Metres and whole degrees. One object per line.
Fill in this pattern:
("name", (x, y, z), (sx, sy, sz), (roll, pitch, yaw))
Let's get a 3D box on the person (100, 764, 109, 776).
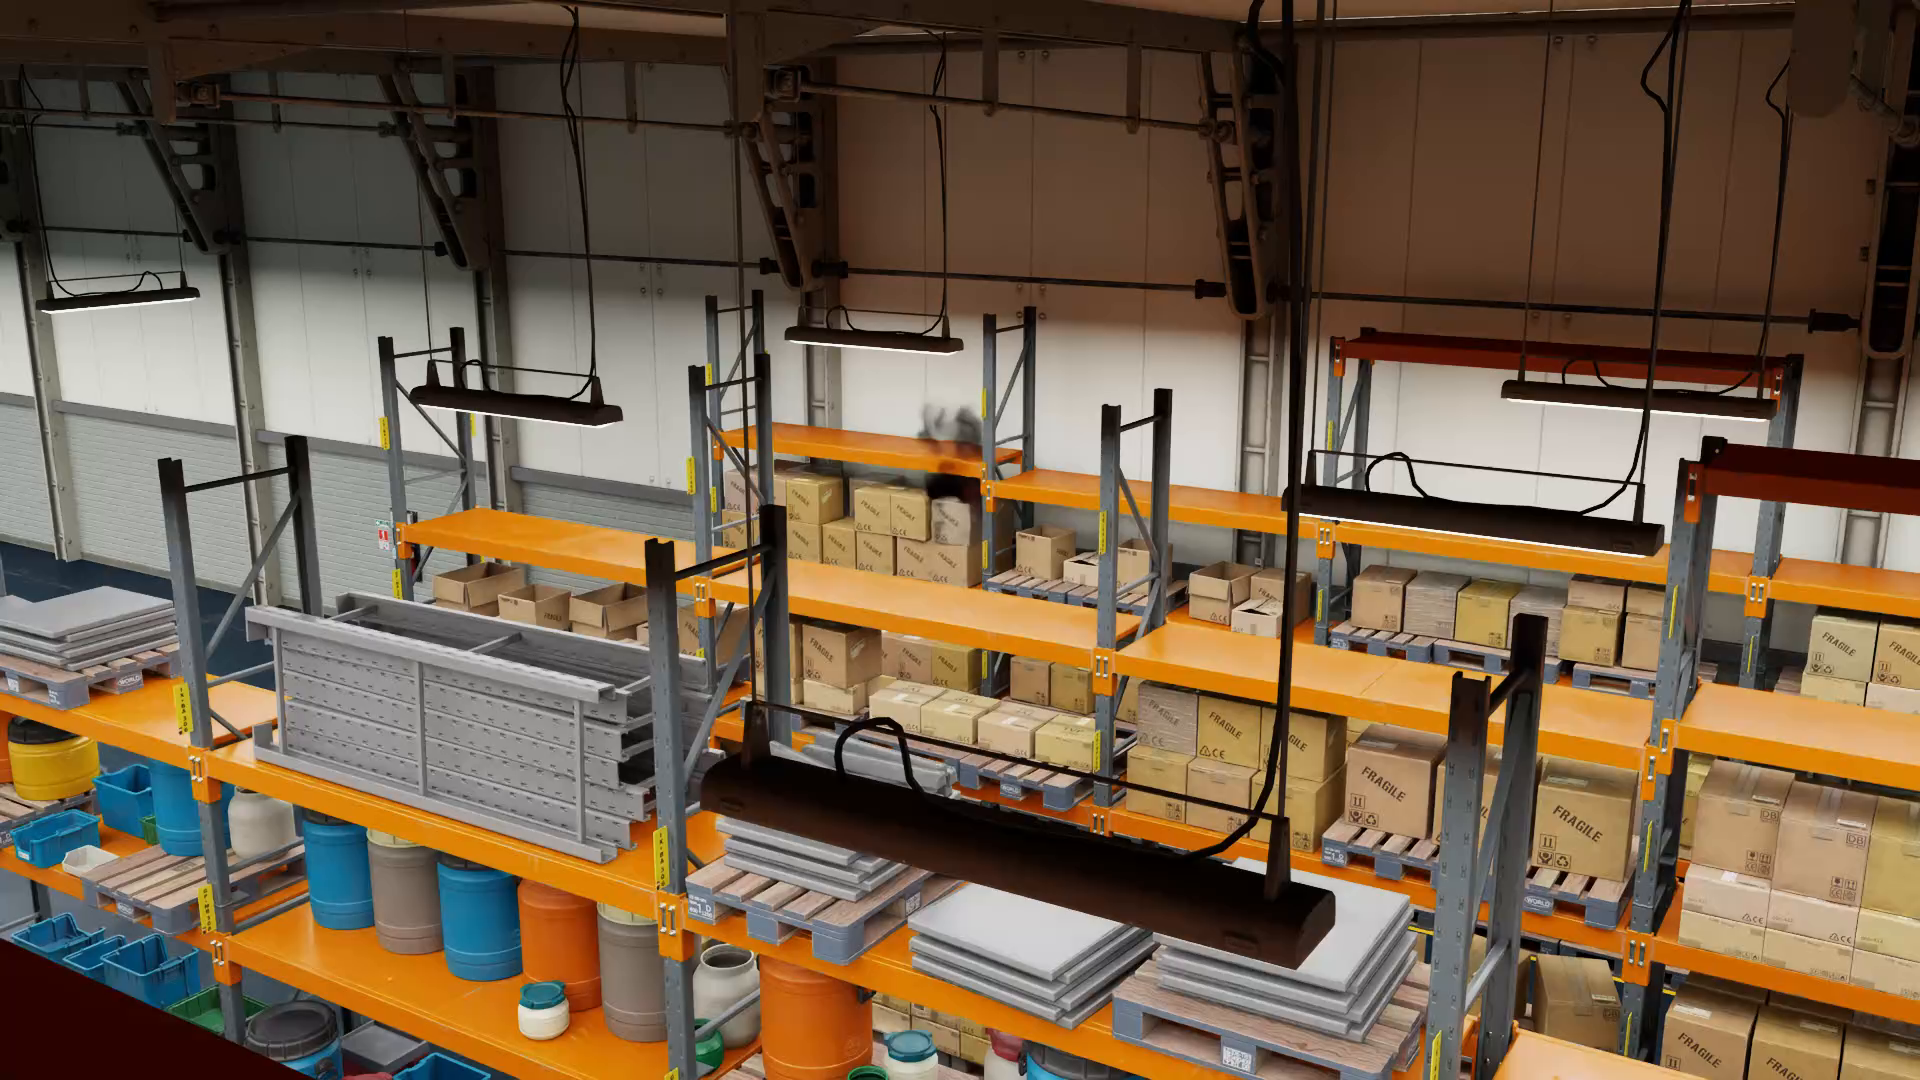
("person", (-8.988, 3.094, 17.293), (0.544, 1.661, 0.590), (-8, 16, -29))
